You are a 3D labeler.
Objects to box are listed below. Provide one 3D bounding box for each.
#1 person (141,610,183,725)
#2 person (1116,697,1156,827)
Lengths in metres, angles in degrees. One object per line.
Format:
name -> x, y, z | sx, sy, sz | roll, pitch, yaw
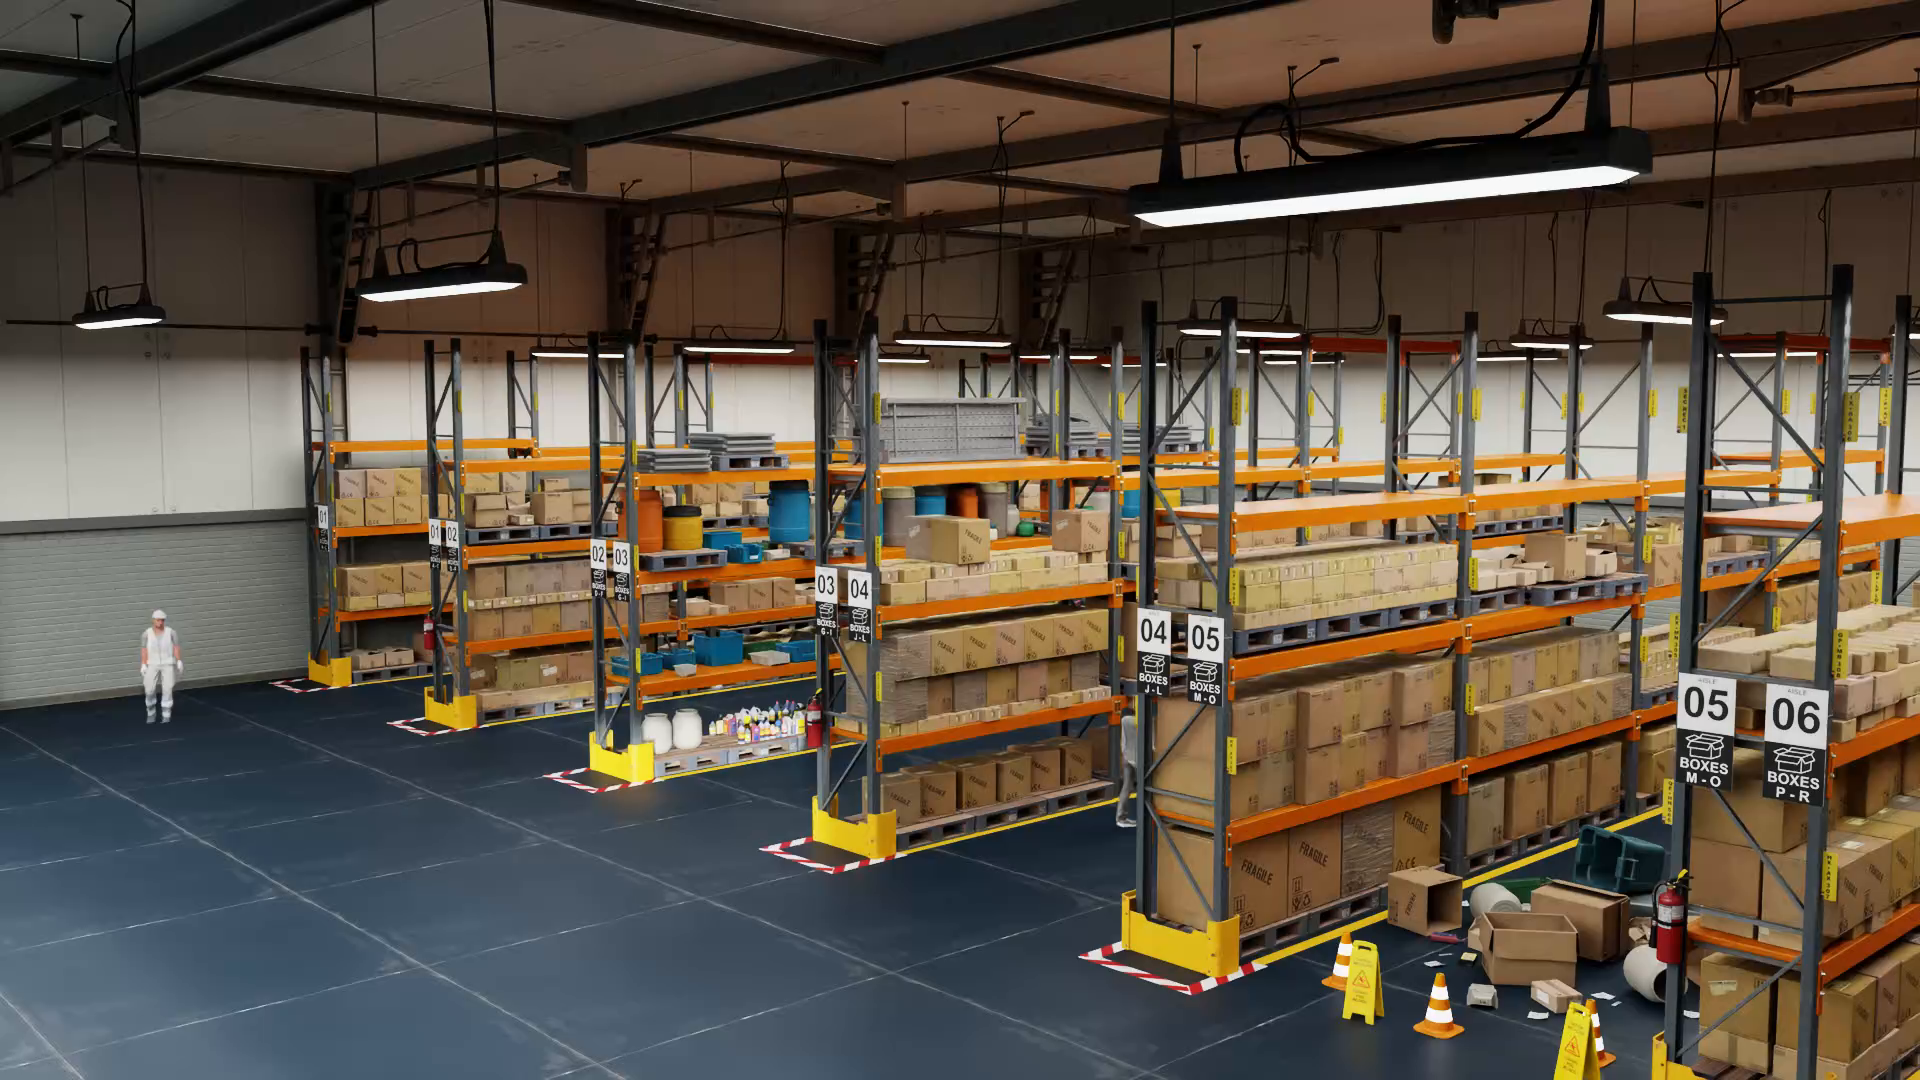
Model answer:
person -> -12.533, 2.002, 26.108 | 0.595, 1.815, 0.396 | -3, 6, -27
person -> 2.162, 2.637, 19.817 | 0.533, 1.599, 0.398 | -4, 6, -36
